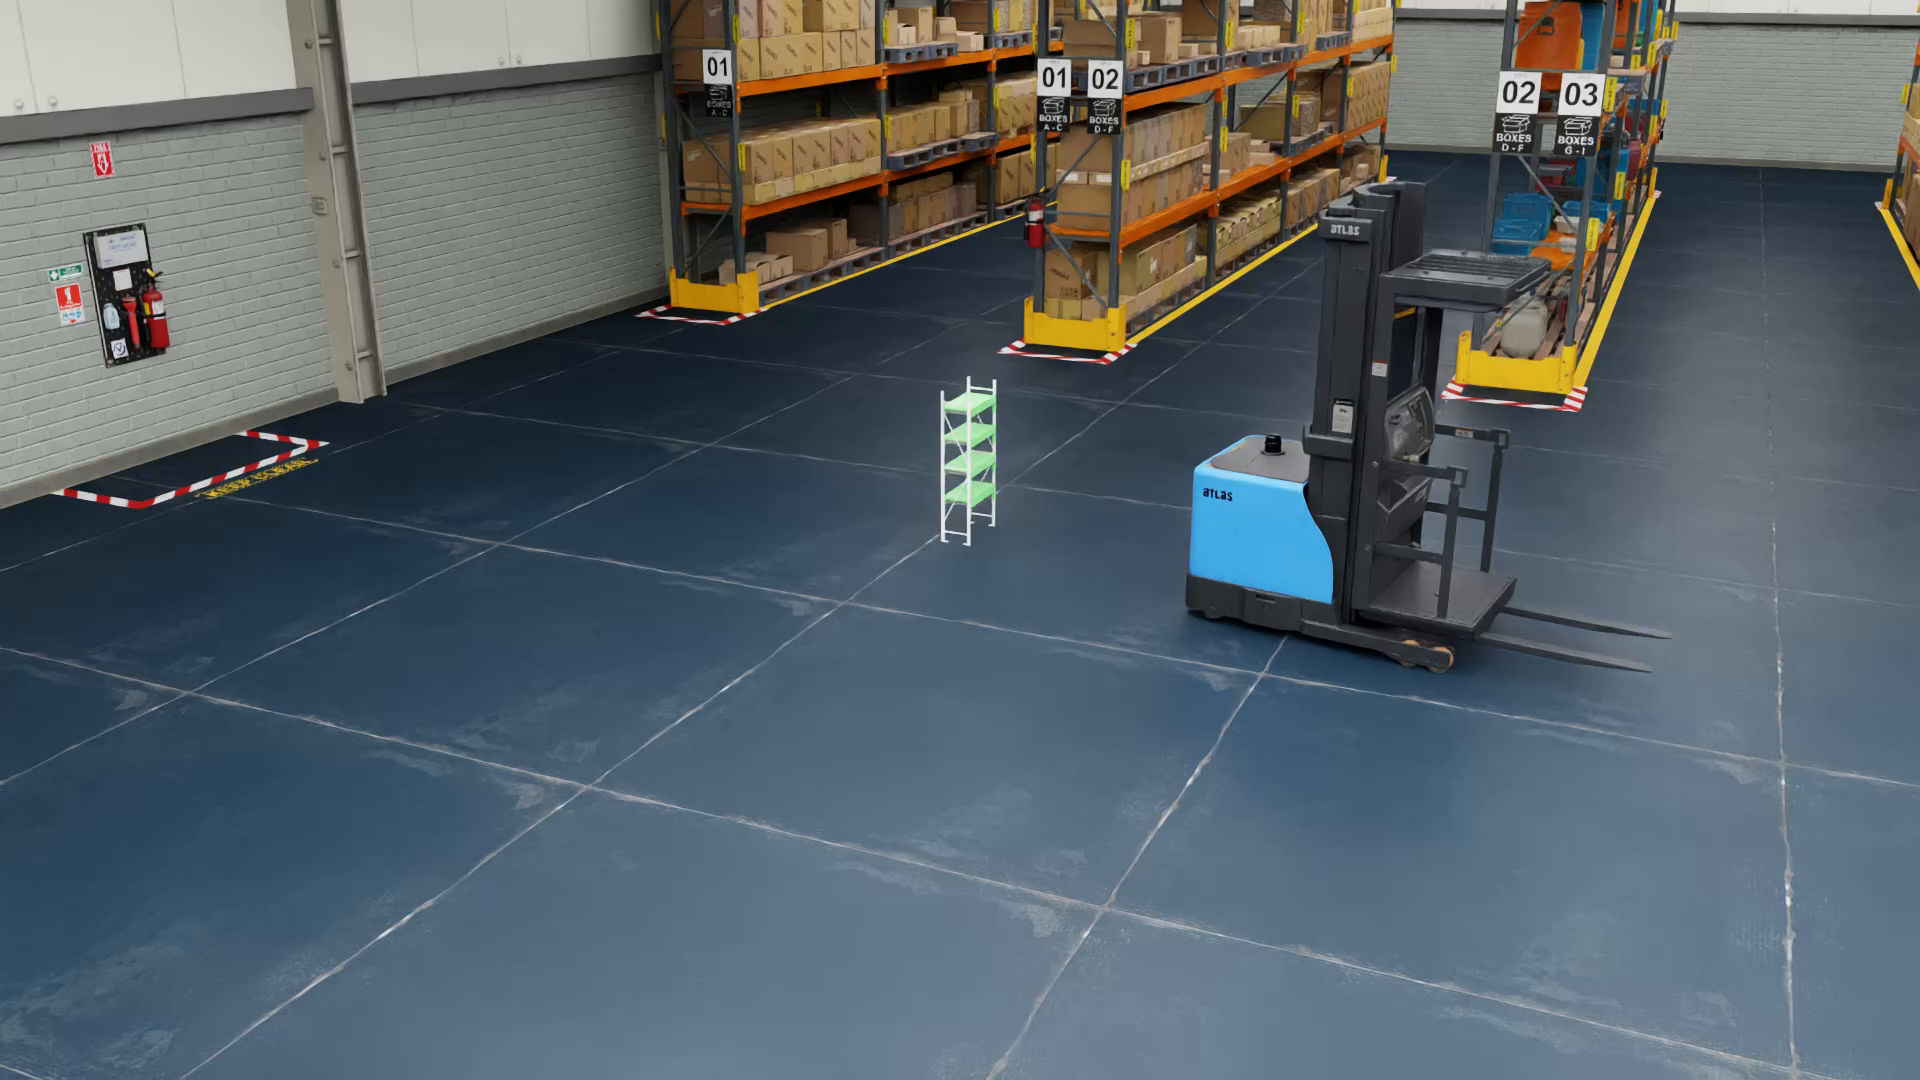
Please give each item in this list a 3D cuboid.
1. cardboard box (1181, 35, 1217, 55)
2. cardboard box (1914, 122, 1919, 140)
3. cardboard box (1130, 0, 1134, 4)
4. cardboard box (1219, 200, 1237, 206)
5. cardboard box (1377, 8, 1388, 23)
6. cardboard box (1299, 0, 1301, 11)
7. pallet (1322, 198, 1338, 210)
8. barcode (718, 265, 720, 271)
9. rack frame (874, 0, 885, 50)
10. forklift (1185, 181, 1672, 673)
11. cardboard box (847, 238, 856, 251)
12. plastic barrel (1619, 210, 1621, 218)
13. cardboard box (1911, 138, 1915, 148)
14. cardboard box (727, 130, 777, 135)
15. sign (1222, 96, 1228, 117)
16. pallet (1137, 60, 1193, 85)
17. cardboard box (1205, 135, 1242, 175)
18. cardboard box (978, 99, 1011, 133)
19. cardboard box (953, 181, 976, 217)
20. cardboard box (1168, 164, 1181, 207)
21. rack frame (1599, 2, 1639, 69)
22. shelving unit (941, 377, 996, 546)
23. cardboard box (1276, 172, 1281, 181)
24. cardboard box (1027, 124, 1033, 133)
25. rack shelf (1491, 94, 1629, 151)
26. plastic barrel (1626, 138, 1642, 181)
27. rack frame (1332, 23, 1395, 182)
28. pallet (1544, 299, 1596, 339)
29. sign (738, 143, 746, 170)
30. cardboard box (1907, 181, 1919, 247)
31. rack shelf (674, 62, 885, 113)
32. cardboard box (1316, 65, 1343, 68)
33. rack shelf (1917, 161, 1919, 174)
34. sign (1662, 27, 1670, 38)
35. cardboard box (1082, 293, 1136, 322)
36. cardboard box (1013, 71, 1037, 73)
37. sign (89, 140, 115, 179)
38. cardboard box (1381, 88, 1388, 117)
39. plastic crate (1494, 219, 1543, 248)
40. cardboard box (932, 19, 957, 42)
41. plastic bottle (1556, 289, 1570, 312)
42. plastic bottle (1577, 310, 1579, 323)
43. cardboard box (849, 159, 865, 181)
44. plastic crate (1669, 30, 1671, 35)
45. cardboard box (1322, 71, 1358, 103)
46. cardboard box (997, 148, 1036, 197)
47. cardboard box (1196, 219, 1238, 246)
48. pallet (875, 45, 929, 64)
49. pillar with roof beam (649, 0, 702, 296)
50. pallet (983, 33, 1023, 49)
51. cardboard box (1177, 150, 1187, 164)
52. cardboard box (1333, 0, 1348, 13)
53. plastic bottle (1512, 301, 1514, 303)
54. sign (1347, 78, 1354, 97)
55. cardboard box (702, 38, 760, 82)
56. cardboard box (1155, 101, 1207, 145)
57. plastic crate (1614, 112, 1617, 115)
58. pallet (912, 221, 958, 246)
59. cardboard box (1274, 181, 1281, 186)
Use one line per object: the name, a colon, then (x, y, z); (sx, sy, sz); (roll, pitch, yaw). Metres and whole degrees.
cardboard box: (3.238, -6.650, 22.312); (0.500, 0.250, 0.500); (11, 22, 28)
cardboard box: (15.649, -6.563, 26.726); (0.500, 0.250, 0.500); (9, 21, 24)
cardboard box: (3.104, -10.798, 32.706); (0.500, 0.500, 0.500); (9, 22, 24)
cardboard box: (3.925, -5.030, 25.277); (0.500, 0.311, 0.500); (8, 21, 21)
cardboard box: (7.709, -9.824, 31.118); (0.500, 0.250, 0.500); (9, 21, 23)
cardboard box: (5.008, -8.365, 25.896); (0.500, 0.500, 0.500); (9, 21, 23)
pallet: (5.954, -5.800, 28.964); (1.003, 0.211, 1.213); (9, 21, 23)
barcode: (-3.174, -3.583, 21.909); (0.001, 0.075, 0.075); (9, 21, 23)
rack frame: (-1.544, -8.428, 23.237); (1.000, 3.000, 0.127); (9, 21, 23)
forklift: (3.080, -0.737, 10.667); (3.031, 2.935, 1.130); (12, 23, 30)
cardboard box: (-1.736, -4.306, 24.172); (0.380, 0.166, 0.250); (6, 20, 16)
plastic barrel: (10.532, -5.733, 27.116); (0.600, 0.901, 0.708); (9, 21, 23)
cardboard box: (15.641, -6.420, 26.921); (0.380, 0.149, 0.250); (8, 21, 22)
cardboard box: (-2.760, -5.155, 22.062); (0.500, 0.500, 0.500); (8, 21, 21)
sign: (4.116, -6.725, 25.793); (0.100, 0.325, 0.005); (9, 21, 23)
pallet: (2.150, -5.658, 20.058); (1.003, 0.211, 1.213); (9, 21, 23)
cardboard box: (3.727, -5.516, 23.854); (0.500, 0.500, 0.500); (9, 21, 23)
cardboard box: (0.527, -7.134, 27.929); (0.500, 0.500, 0.500); (9, 22, 24)
cardboard box: (-0.153, -5.626, 27.386); (0.700, 0.500, 0.500); (9, 21, 23)
cardboard box: (2.382, -4.518, 21.048); (0.700, 0.500, 0.500); (9, 21, 24)
rack frame: (7.494, -7.068, 19.414); (1.000, 3.000, 0.127); (9, 21, 23)
shelving unit: (0.068, -0.616, 12.910); (0.258, 1.200, 0.503); (9, 21, 23)
cardboard box: (5.218, -6.177, 27.817); (0.500, 0.250, 0.500); (8, 21, 22)
cardboard box: (1.059, -7.254, 29.235); (0.380, 0.149, 0.250); (9, 21, 23)
rack shelf: (6.675, -4.705, 18.318); (1.077, 0.370, 4.000); (9, 21, 23)
plastic barrel: (9.219, -5.345, 23.319); (0.600, 0.536, 0.708); (9, 21, 23)
rack frame: (7.891, -8.591, 32.649); (1.000, 3.000, 0.127); (9, 21, 23)
pallet: (7.181, -2.728, 20.326); (1.003, 0.211, 1.213); (9, 21, 23)
sign: (-2.687, -4.712, 20.449); (0.100, 0.325, 0.005); (9, 21, 23)
cardboard box: (14.680, -4.733, 24.345); (1.225, 0.875, 0.875); (8, 21, 21)
rack shelf: (-2.363, -6.064, 22.141); (1.077, 0.370, 4.000); (9, 21, 23)
cardboard box: (6.845, -8.541, 30.867); (0.500, 0.500, 0.500); (8, 21, 22)
rack shelf: (14.470, -5.057, 23.787); (1.077, 0.370, 4.000); (9, 21, 23)
sign: (11.272, -8.029, 26.578); (0.100, 0.325, 0.005); (9, 21, 23)
cardboard box: (1.762, -2.736, 19.661); (0.500, 0.250, 0.500); (9, 21, 23)
cardboard box: (1.306, -8.492, 30.628); (0.500, 0.250, 0.500); (9, 22, 24)
sign: (-7.282, -3.230, 14.115); (0.001, 0.298, 0.199); (9, 21, 23)
cardboard box: (7.956, -8.464, 32.142); (0.500, 0.500, 0.500); (9, 22, 24)
plastic crate: (6.060, -3.341, 18.108); (0.499, 0.251, 0.408); (9, 21, 23)
cardboard box: (-0.521, -7.912, 26.078); (0.797, 0.503, 0.637); (12, 23, 30)
plastic bottle: (7.270, -2.883, 20.008); (0.152, 0.276, 0.135); (9, 21, 23)
plastic bottle: (7.189, -2.648, 19.457); (0.097, 0.201, 0.097); (0, 20, 0)
cardboard box: (-1.673, -5.202, 23.315); (0.500, 0.250, 0.500); (9, 21, 23)
plastic crate: (12.265, -8.883, 29.309); (0.450, 0.188, 0.336); (9, 21, 23)
cardboard box: (6.703, -7.992, 29.323); (0.500, 0.500, 0.500); (9, 22, 24)
cardboard box: (0.880, -6.483, 29.302); (0.750, 0.750, 0.750); (8, 21, 22)
cardboard box: (3.583, -4.334, 23.318); (0.500, 0.311, 0.500); (8, 21, 22)
pallet: (-1.194, -7.100, 24.260); (1.213, 0.211, 1.003); (9, 21, 23)
pillar with roof beam: (0.243, -6.947, 19.073); (9.100, 9.000, 0.400); (9, 21, 23)
pallet: (0.309, -8.352, 27.783); (1.213, 0.211, 1.003); (10, 22, 25)
cardboard box: (2.643, -4.852, 21.018); (0.380, 0.149, 0.250); (8, 21, 22)
cardboard box: (6.417, -9.454, 28.956); (0.700, 0.500, 0.500); (9, 21, 23)
plastic bottle: (6.394, -2.680, 19.437); (0.152, 0.276, 0.135); (8, 21, 21)
sign: (6.761, -7.839, 28.805); (0.100, 0.325, 0.005); (9, 21, 23)
cardboard box: (-2.817, -5.916, 20.472); (0.500, 0.500, 0.500); (9, 22, 24)
cardboard box: (2.801, -5.444, 21.716); (0.700, 0.500, 0.500); (9, 21, 23)
plastic crate: (11.737, -7.628, 30.101); (0.416, 0.233, 0.300); (9, 21, 23)
pallet: (-0.728, -4.900, 26.431); (1.003, 0.211, 1.213); (9, 21, 23)
cardboard box: (4.996, -5.651, 27.457); (0.500, 0.500, 0.500); (8, 21, 21)
